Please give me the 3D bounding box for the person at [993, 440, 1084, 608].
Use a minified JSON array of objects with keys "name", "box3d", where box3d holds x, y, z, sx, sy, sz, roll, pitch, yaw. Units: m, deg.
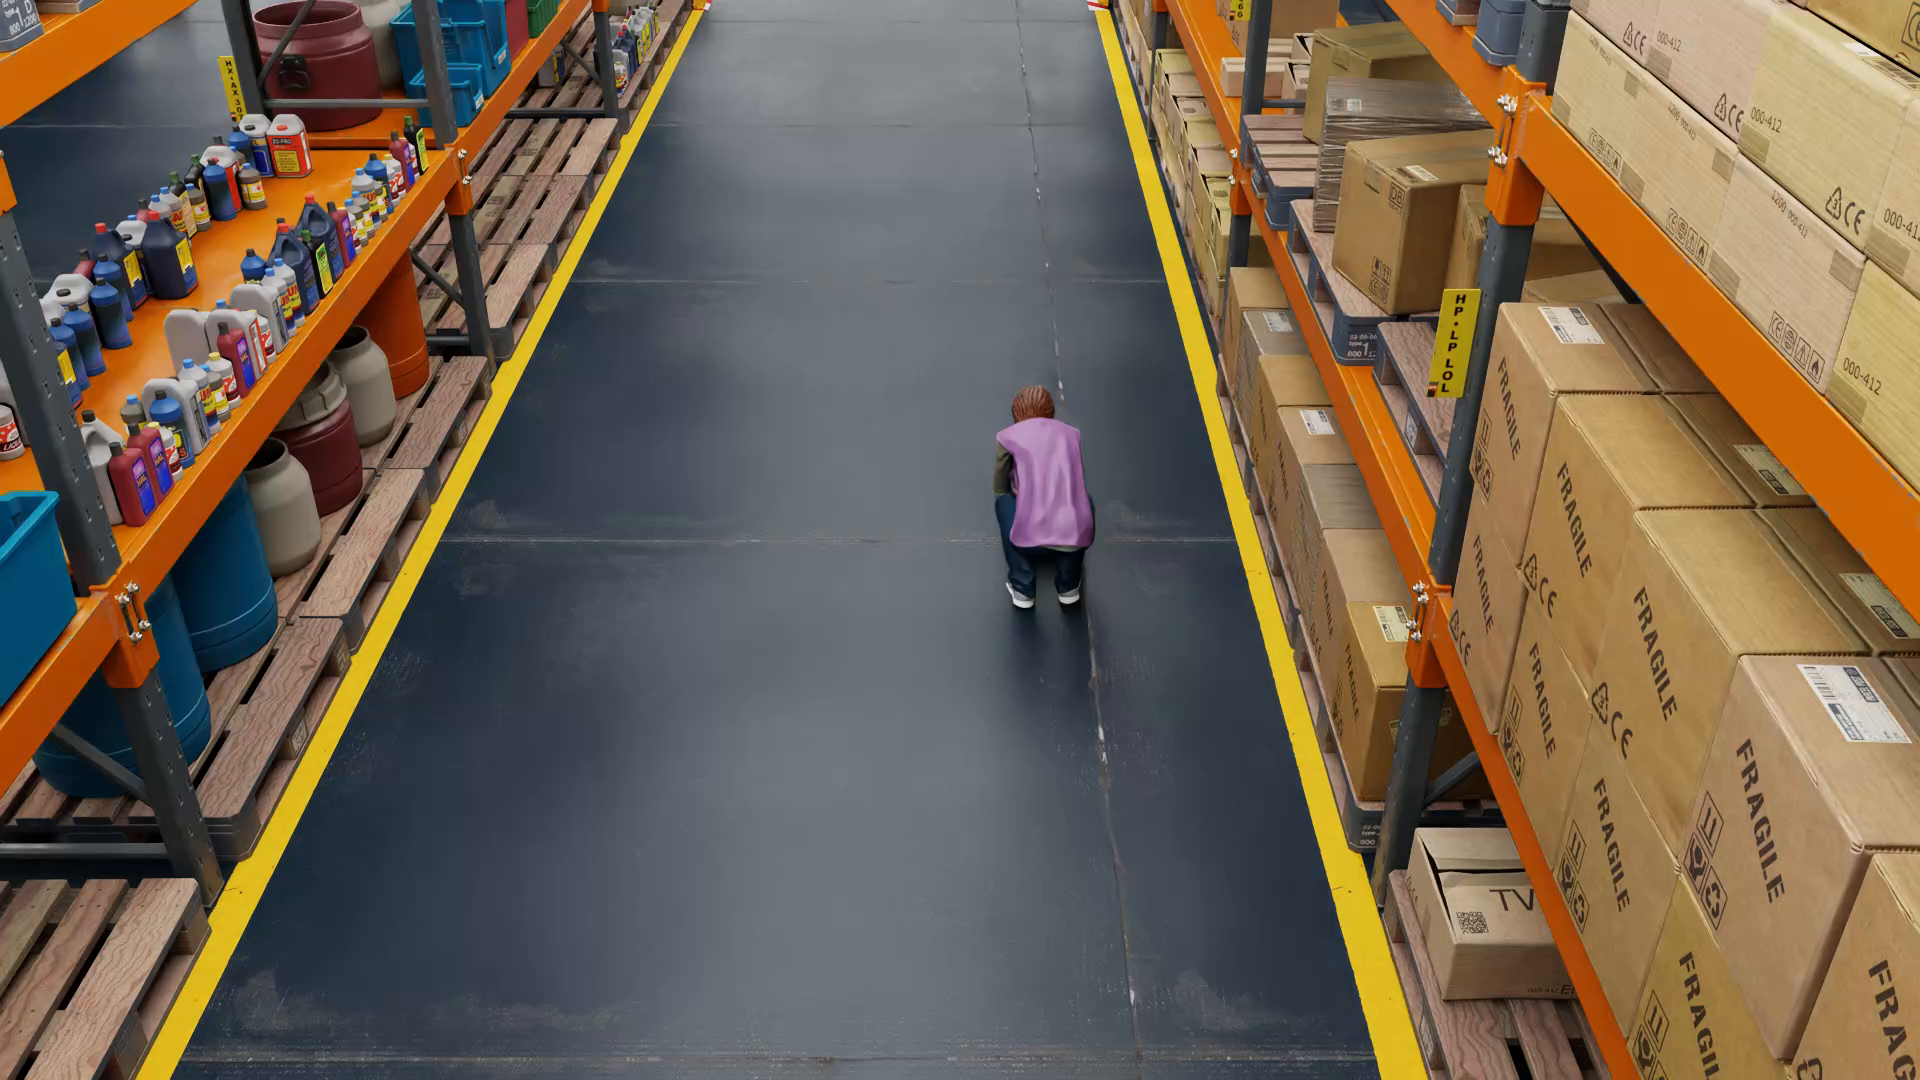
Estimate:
[{"name":"person","box3d":[0.351,-0.098,7.125,0.408,0.731,0.665,0,32,0]}]
